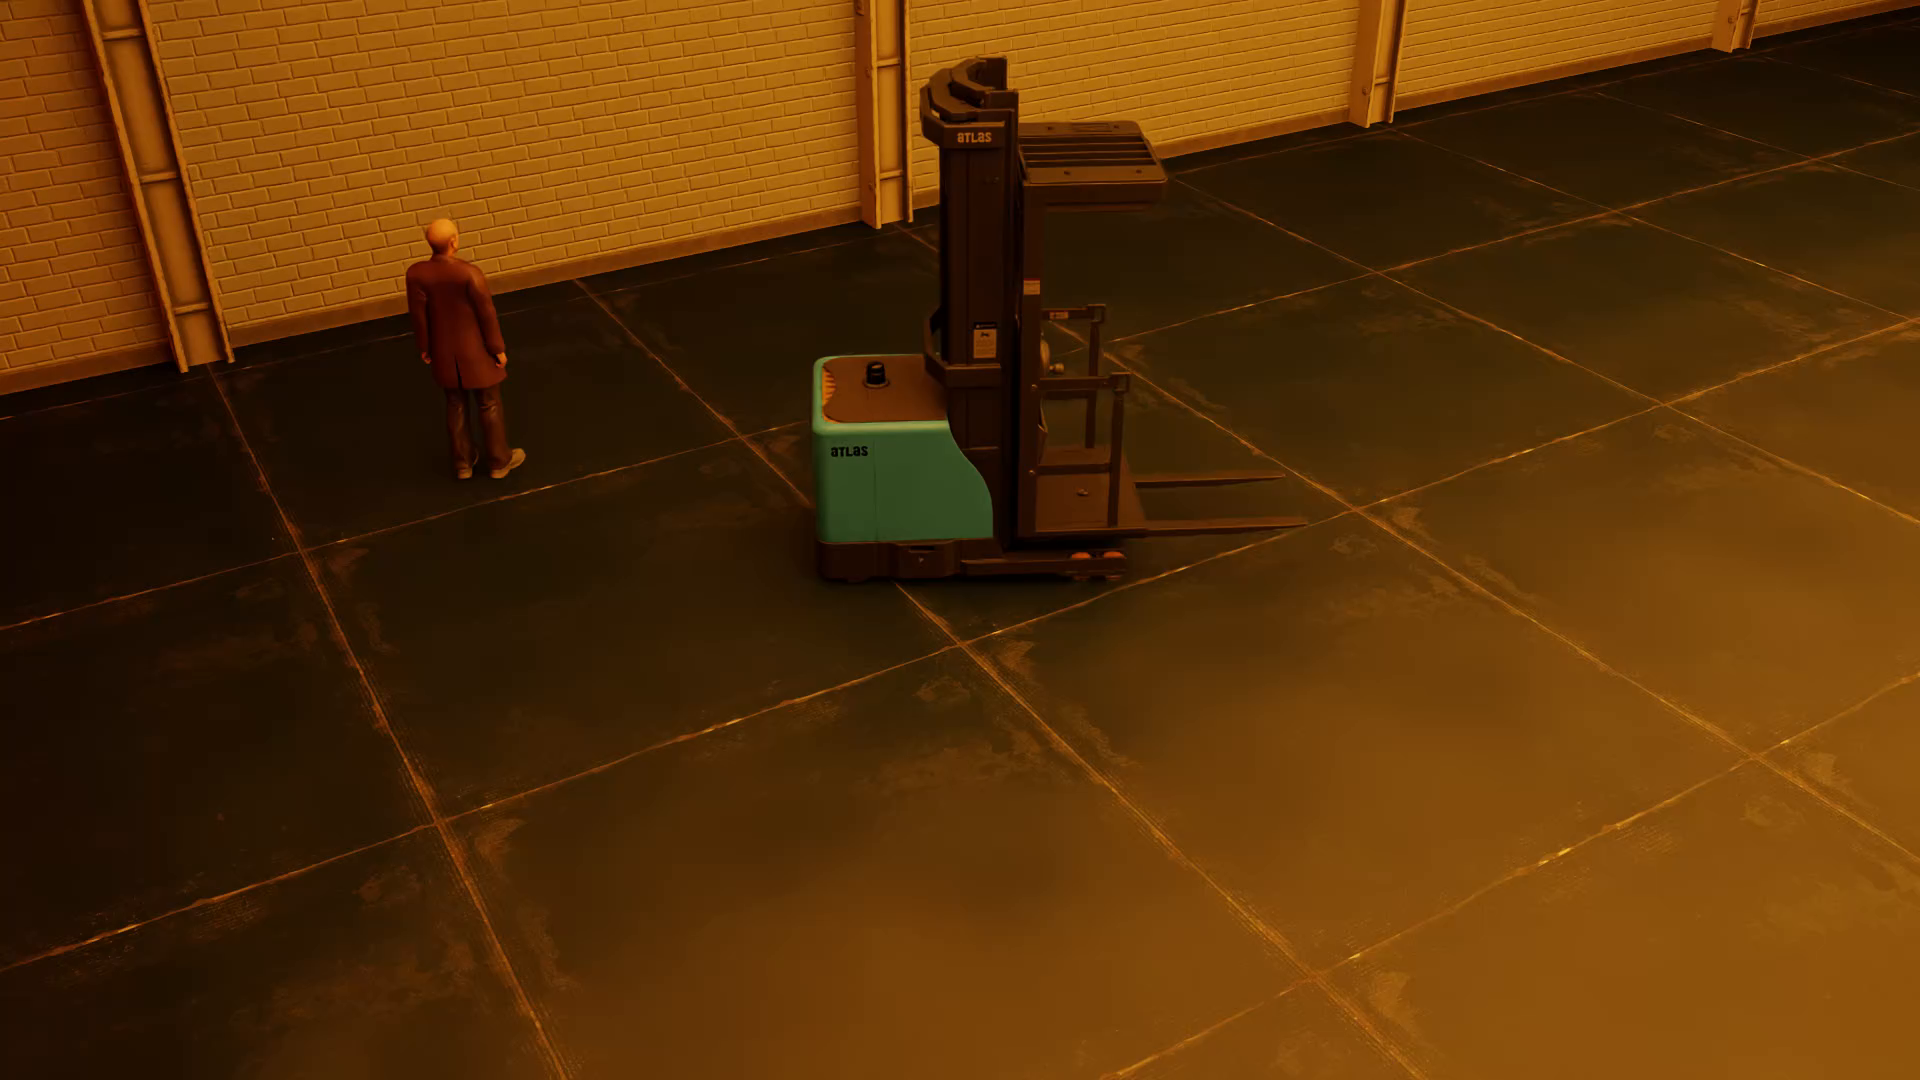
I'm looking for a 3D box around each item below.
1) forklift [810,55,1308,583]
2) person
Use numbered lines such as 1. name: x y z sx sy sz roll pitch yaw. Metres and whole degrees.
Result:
1. forklift: 0.612 -1.285 9.793 3.031 2.935 1.130 -2 31 -3
2. person: -3.235 -1.258 10.867 0.593 1.783 0.394 3 31 6
